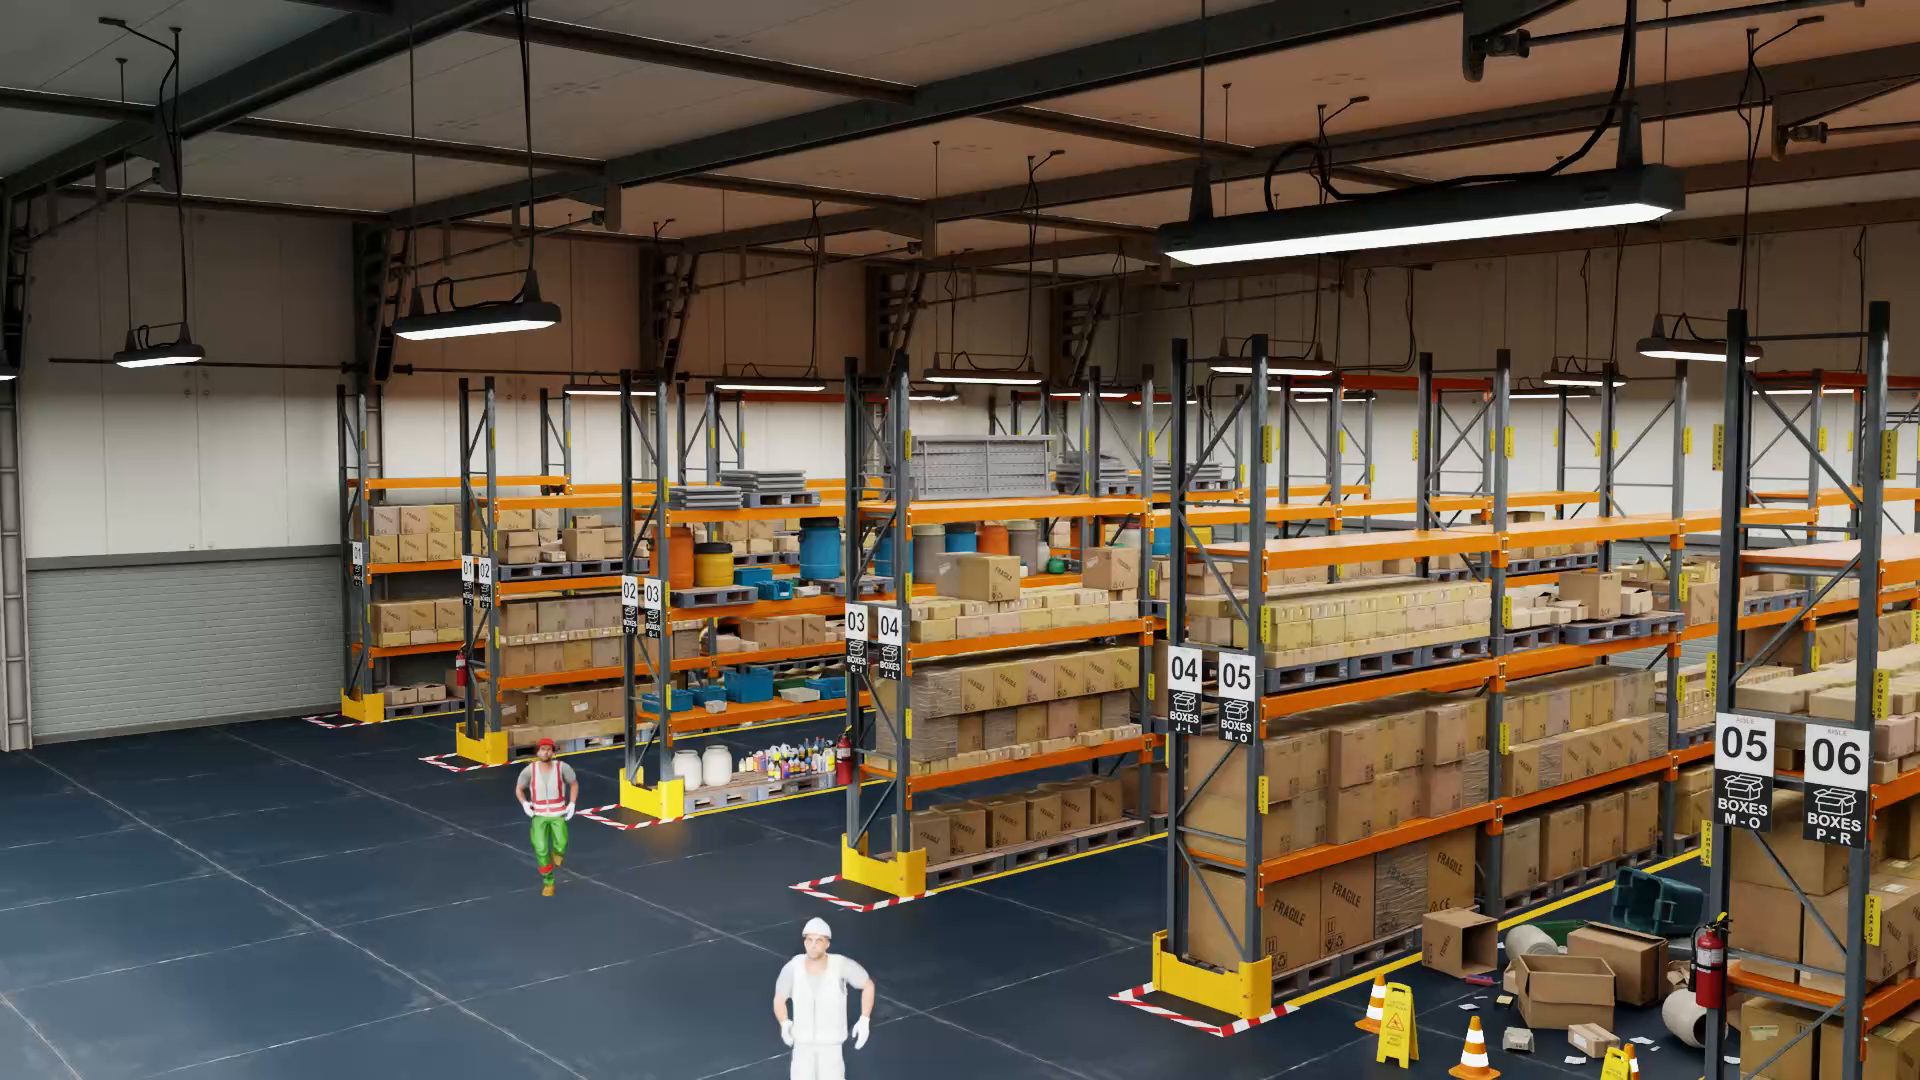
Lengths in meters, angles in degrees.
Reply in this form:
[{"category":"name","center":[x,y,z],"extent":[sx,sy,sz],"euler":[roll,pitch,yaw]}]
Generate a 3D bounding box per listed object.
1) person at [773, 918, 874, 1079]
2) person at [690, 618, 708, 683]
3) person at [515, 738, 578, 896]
[{"category":"person","center":[-0.981,3.519,11.622],"extent":[0.673,1.743,0.569],"euler":[0,4,7]},{"category":"person","center":[-4.847,2.255,30.895],"extent":[0.683,1.771,0.960],"euler":[3,5,38]},{"category":"person","center":[-4.643,3.078,18.708],"extent":[0.688,1.737,0.664],"euler":[-1,4,-15]}]
